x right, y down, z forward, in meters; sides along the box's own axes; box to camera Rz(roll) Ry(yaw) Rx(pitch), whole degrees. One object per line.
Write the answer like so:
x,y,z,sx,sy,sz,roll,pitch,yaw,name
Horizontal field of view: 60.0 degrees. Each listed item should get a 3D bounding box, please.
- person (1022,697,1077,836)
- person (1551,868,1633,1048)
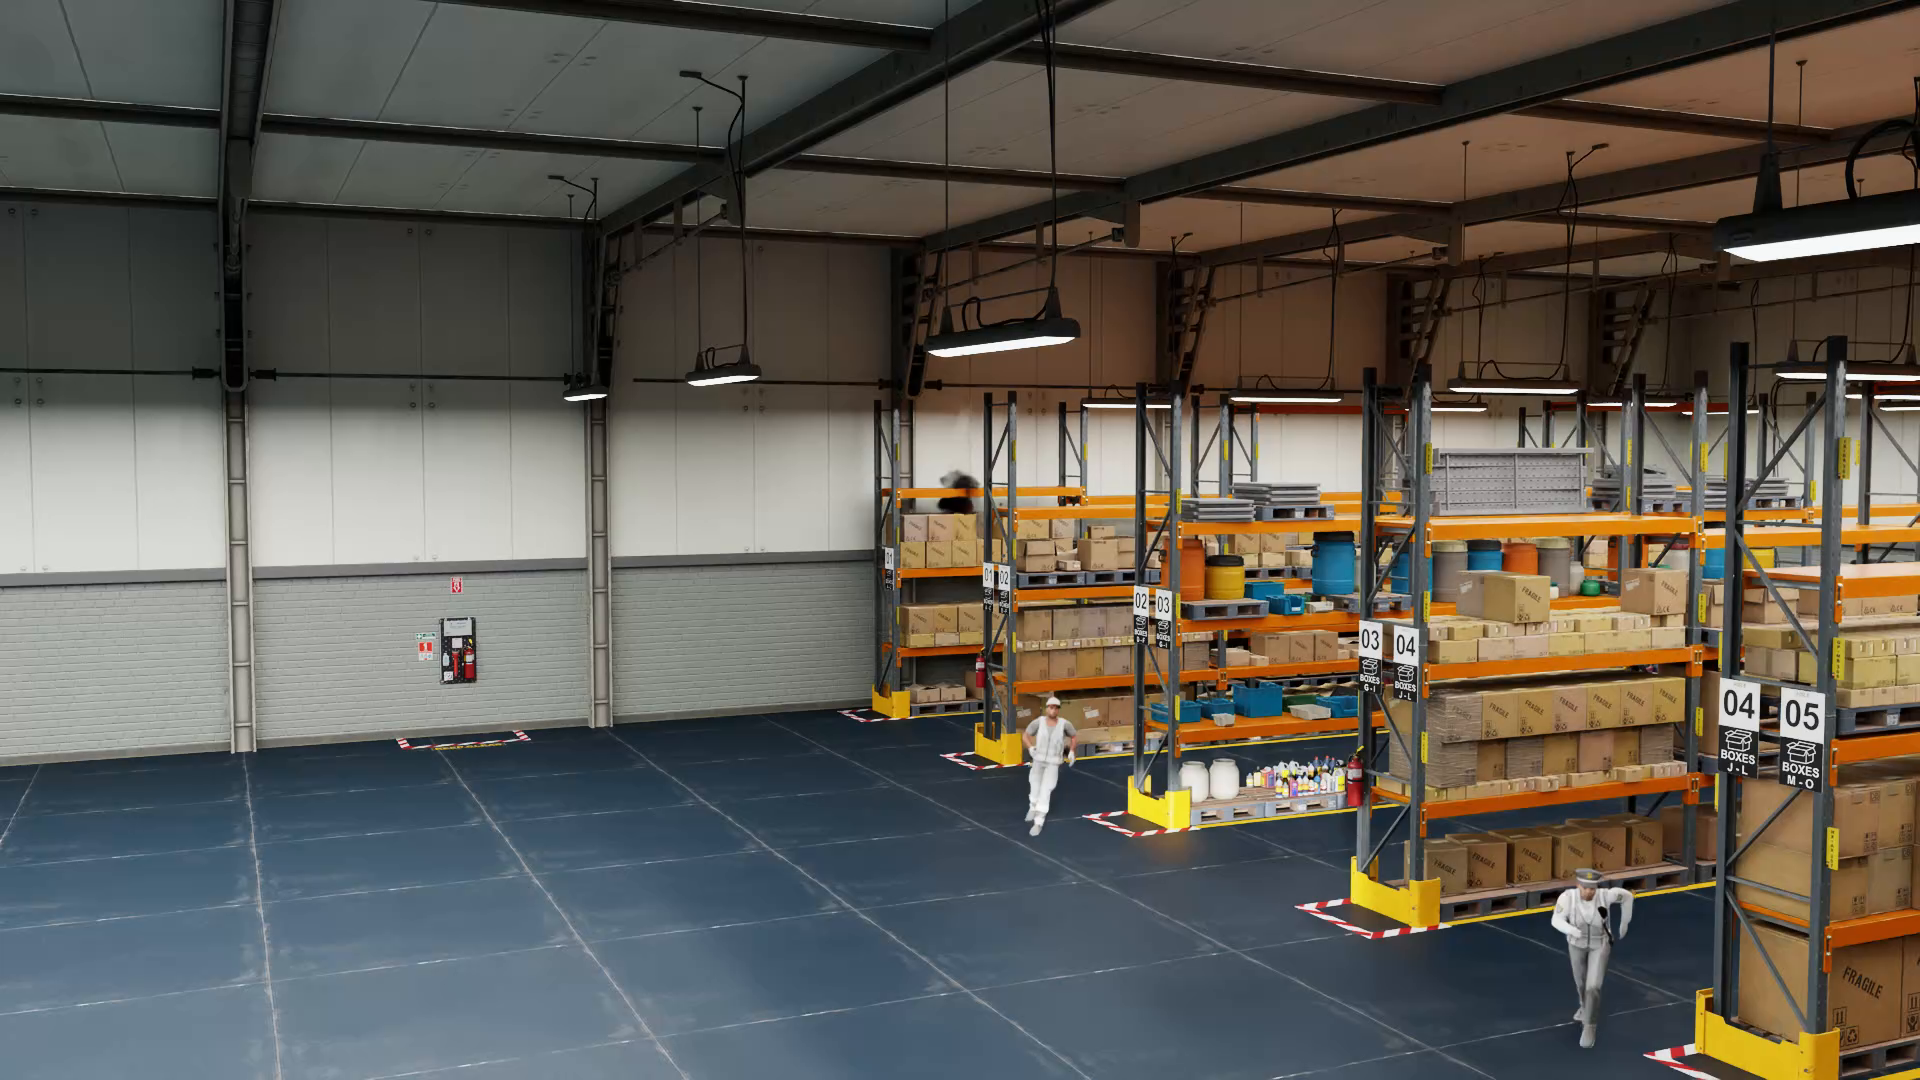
1.175,2.976,22.151,0.714,1.763,0.964,1,3,11,person
5.474,3.565,14.409,0.648,1.597,0.948,1,4,24,person
